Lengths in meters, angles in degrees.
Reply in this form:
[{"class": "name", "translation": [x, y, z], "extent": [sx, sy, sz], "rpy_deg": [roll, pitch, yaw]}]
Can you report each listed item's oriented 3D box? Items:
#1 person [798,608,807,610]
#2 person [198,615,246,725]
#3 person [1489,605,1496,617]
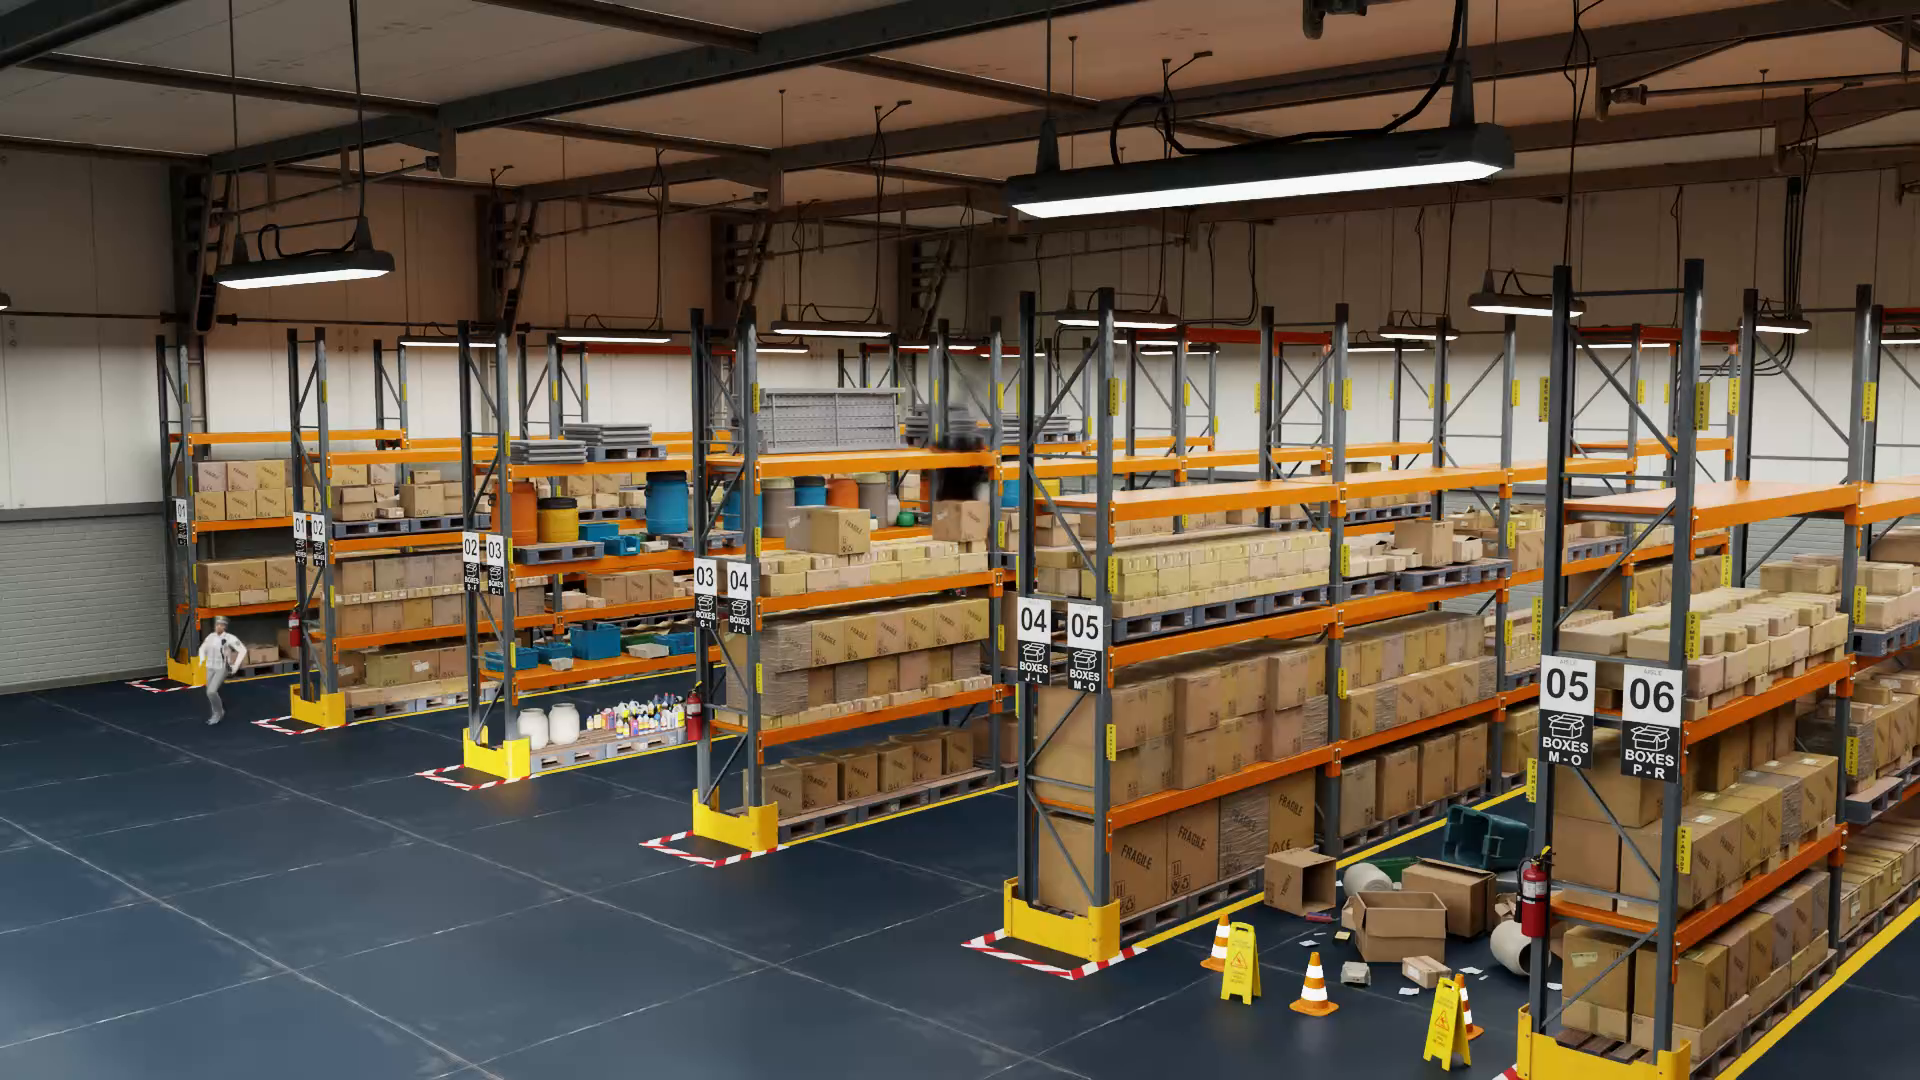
[{"class": "person", "translation": [-2.594, 1.475, 29.769], "extent": [0.712, 1.776, 1.037], "rpy_deg": [3, 6, 33]}, {"class": "person", "translation": [-11.235, 1.973, 25.226], "extent": [0.684, 1.676, 0.582], "rpy_deg": [1, 5, 12]}, {"class": "person", "translation": [8.395, 1.891, 25.913], "extent": [0.914, 1.772, 0.673], "rpy_deg": [-4, 7, -39]}]
